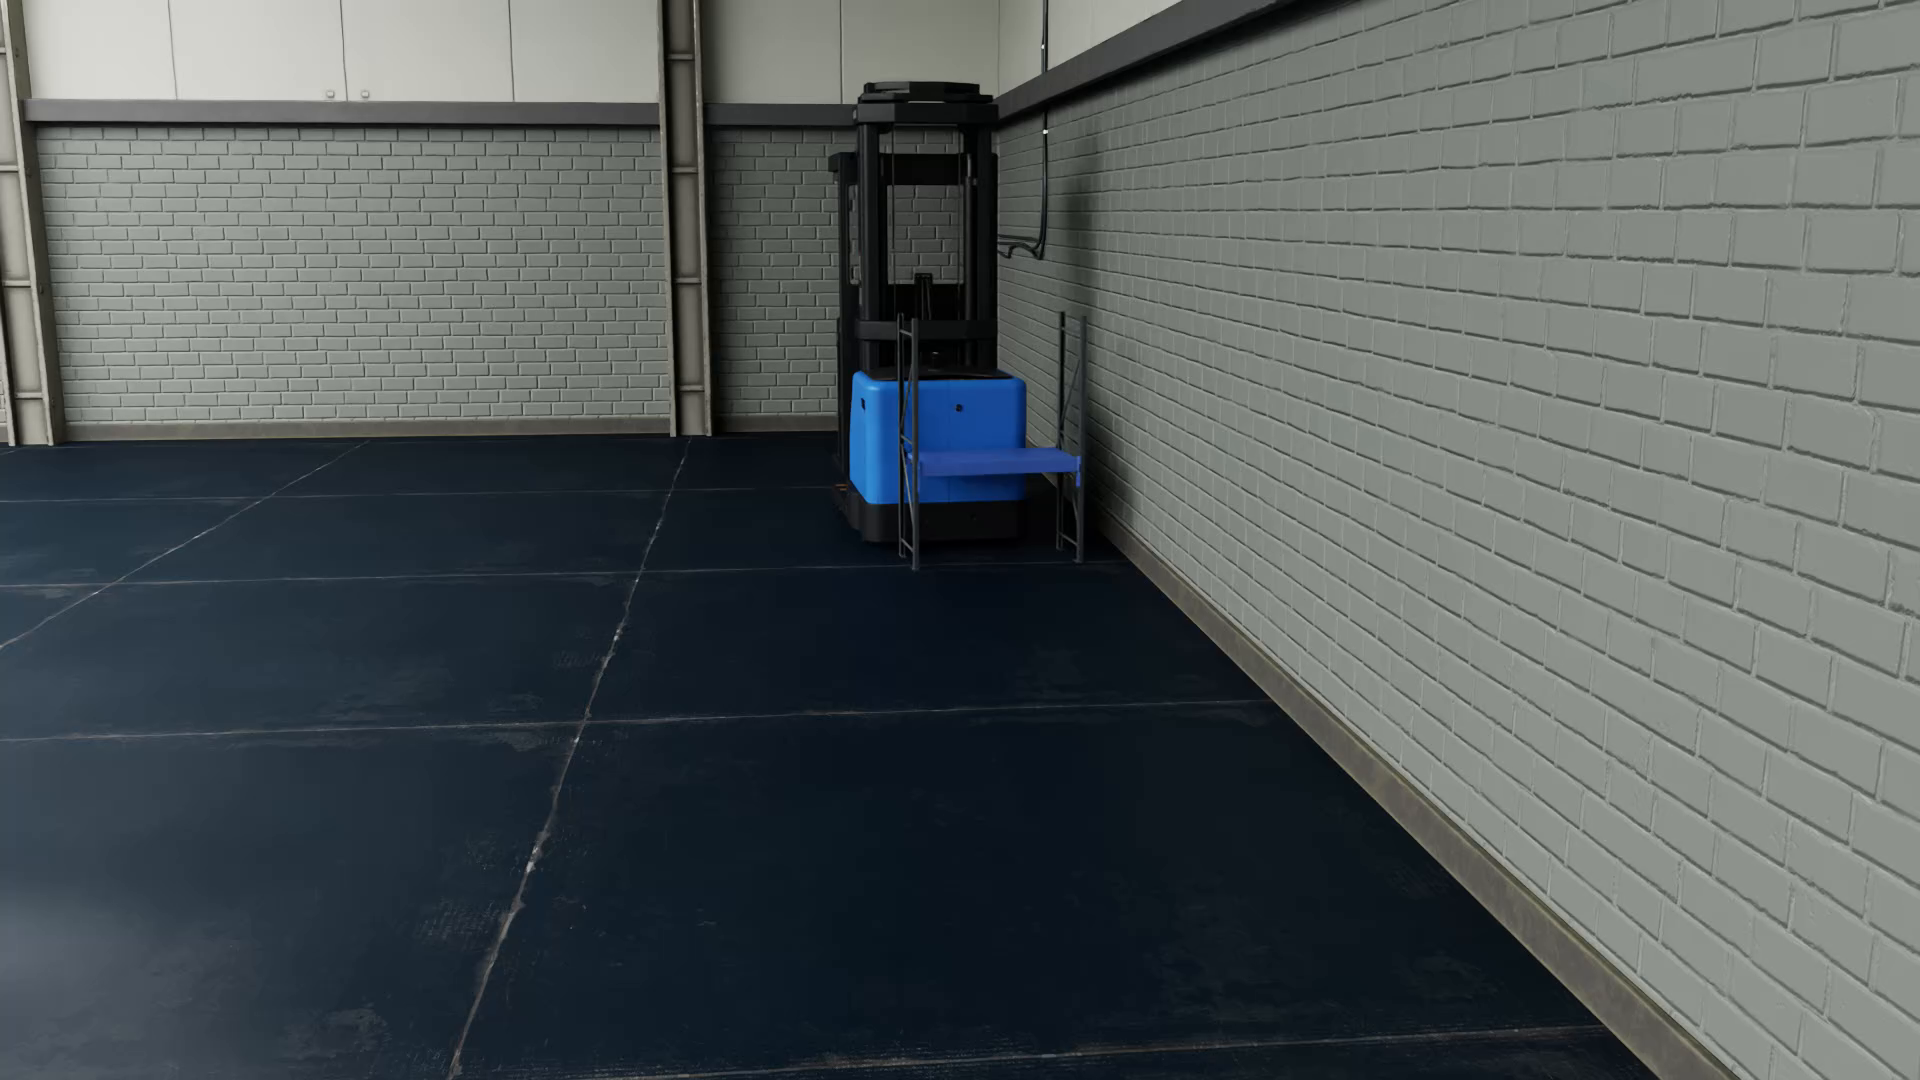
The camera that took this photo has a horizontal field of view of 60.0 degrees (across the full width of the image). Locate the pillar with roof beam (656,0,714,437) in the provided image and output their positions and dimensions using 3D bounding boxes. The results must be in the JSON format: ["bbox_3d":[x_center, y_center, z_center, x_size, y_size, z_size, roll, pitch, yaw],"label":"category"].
[{"bbox_3d":[-2.123,-4.613,11.004,0.400,9.000,9.100,-1,11,-6],"label":"pillar with roof beam"}]

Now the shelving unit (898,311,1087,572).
[{"bbox_3d":[0.186,-0.616,10.113,1.048,1.500,0.538,-2,11,-12],"label":"shelving unit"}]

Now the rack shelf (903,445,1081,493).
[{"bbox_3d":[0.186,-0.440,10.148,1.000,0.185,0.538,-2,11,-12],"label":"rack shelf"}]

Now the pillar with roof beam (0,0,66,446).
[{"bbox_3d":[-8.088,-4.488,10.368,0.400,9.000,9.100,-1,11,-6],"label":"pillar with roof beam"}]

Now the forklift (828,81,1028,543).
[{"bbox_3d":[-0.328,-1.654,11.682,1.130,2.935,3.031,-2,11,-10],"label":"forklift"}]

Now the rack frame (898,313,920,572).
[{"bbox_3d":[-0.311,-0.595,10.006,0.032,1.500,0.500,-2,11,-12],"label":"rack frame"}]

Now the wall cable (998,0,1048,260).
[{"bbox_3d":[0.484,-3.723,14.525,0.112,2.526,3.097,-1,11,-6],"label":"wall cable"}]

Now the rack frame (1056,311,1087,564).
[{"bbox_3d":[0.682,-0.637,10.221,0.032,1.500,0.500,-2,11,-12],"label":"rack frame"}]
